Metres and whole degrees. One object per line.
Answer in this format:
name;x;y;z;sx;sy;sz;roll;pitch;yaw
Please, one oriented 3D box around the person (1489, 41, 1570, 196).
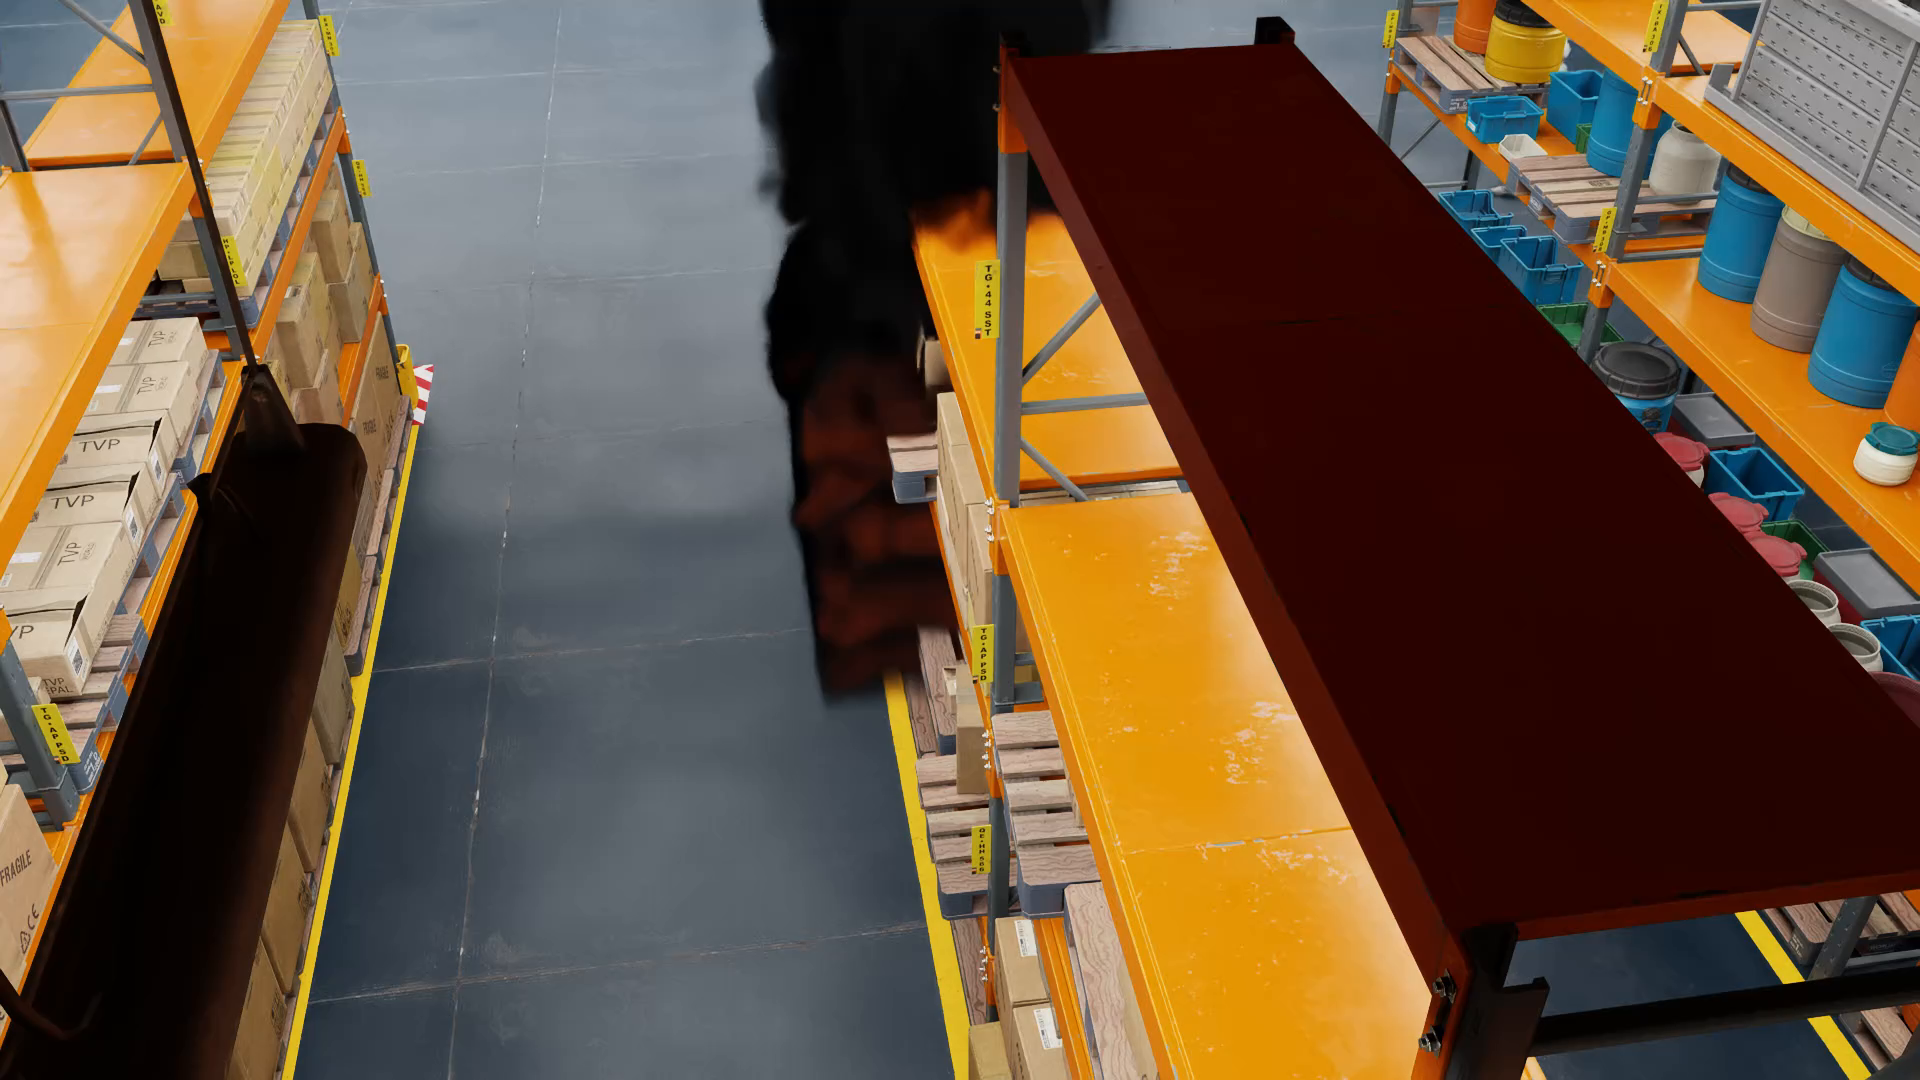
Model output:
person;6.455;-4.582;18.181;0.993;1.790;0.670;11;38;14
